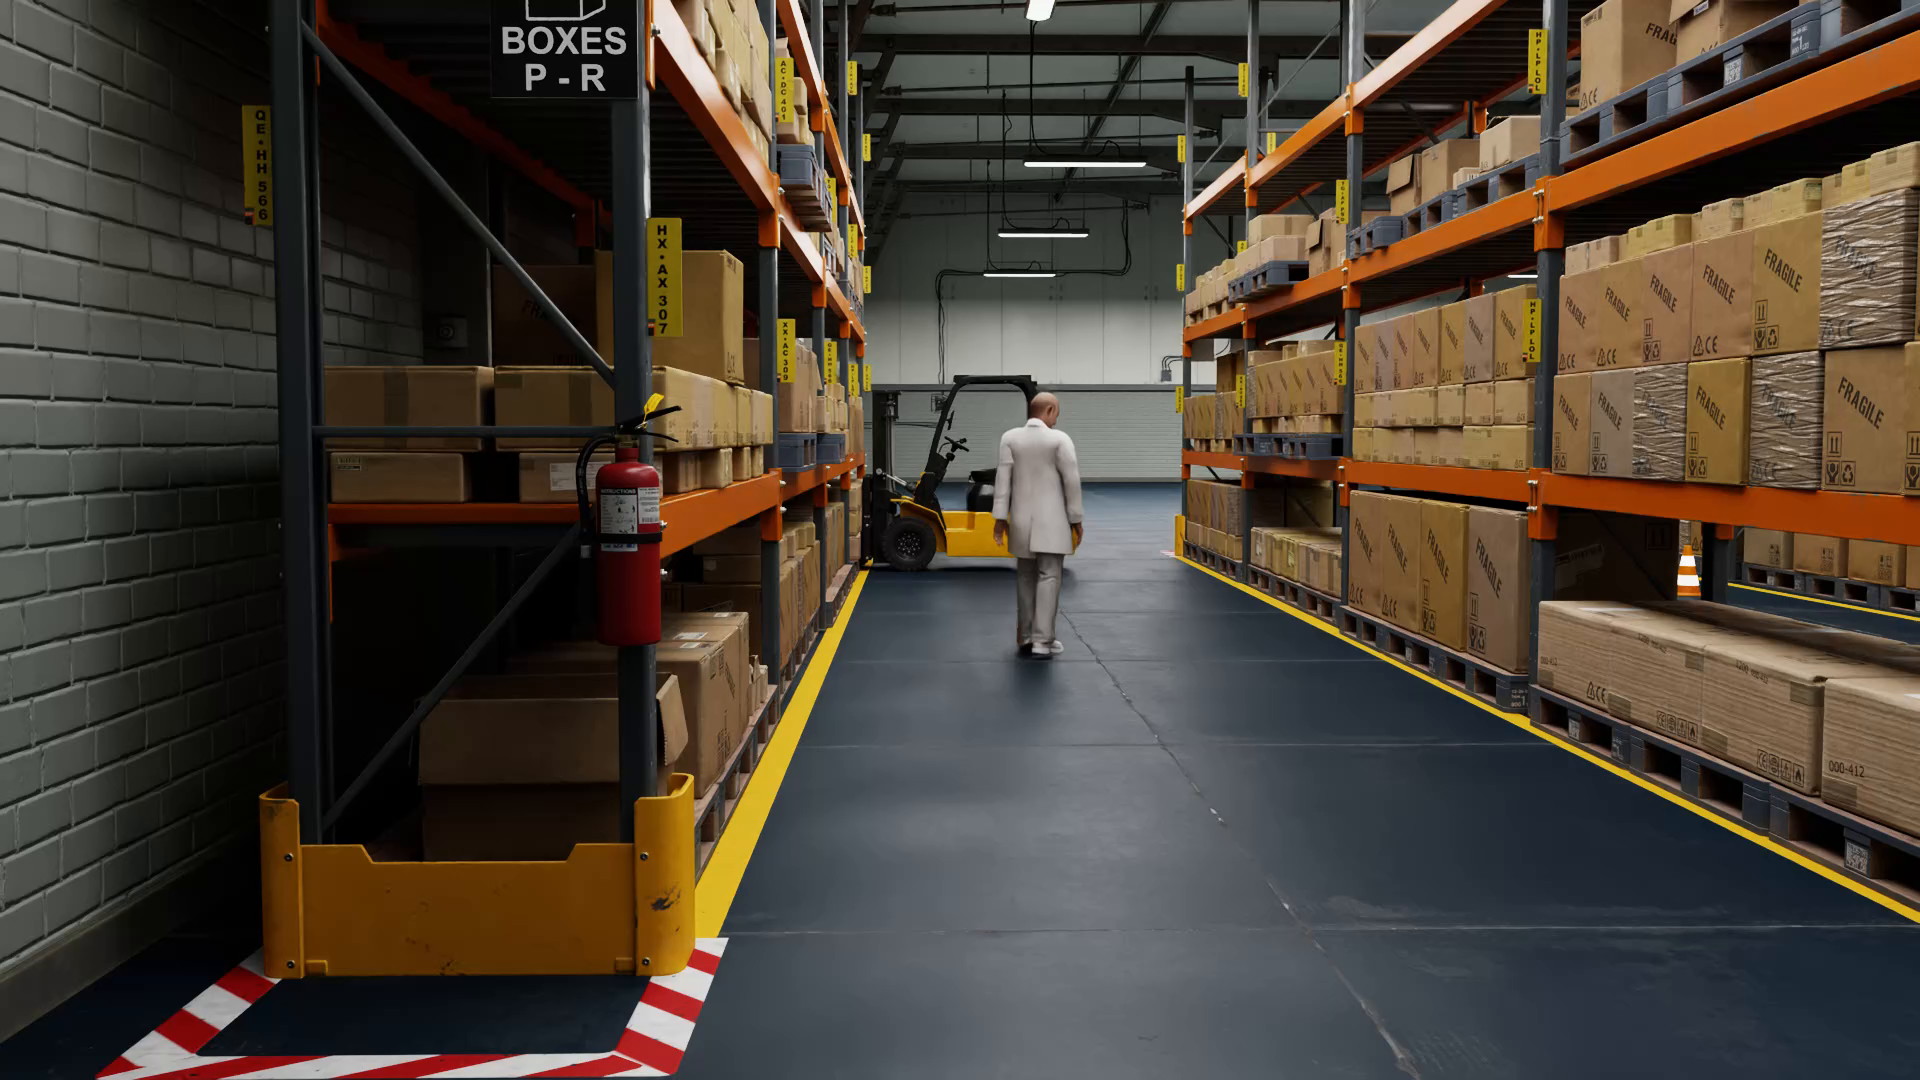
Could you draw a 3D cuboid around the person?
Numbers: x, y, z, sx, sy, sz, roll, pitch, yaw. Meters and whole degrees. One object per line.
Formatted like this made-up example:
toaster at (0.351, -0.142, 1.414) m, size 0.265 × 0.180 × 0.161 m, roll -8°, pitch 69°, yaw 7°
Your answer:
person at (0.587, -0.122, 11.331) m, size 0.632 × 1.763 × 0.734 m, roll 2°, pitch 4°, yaw 25°
